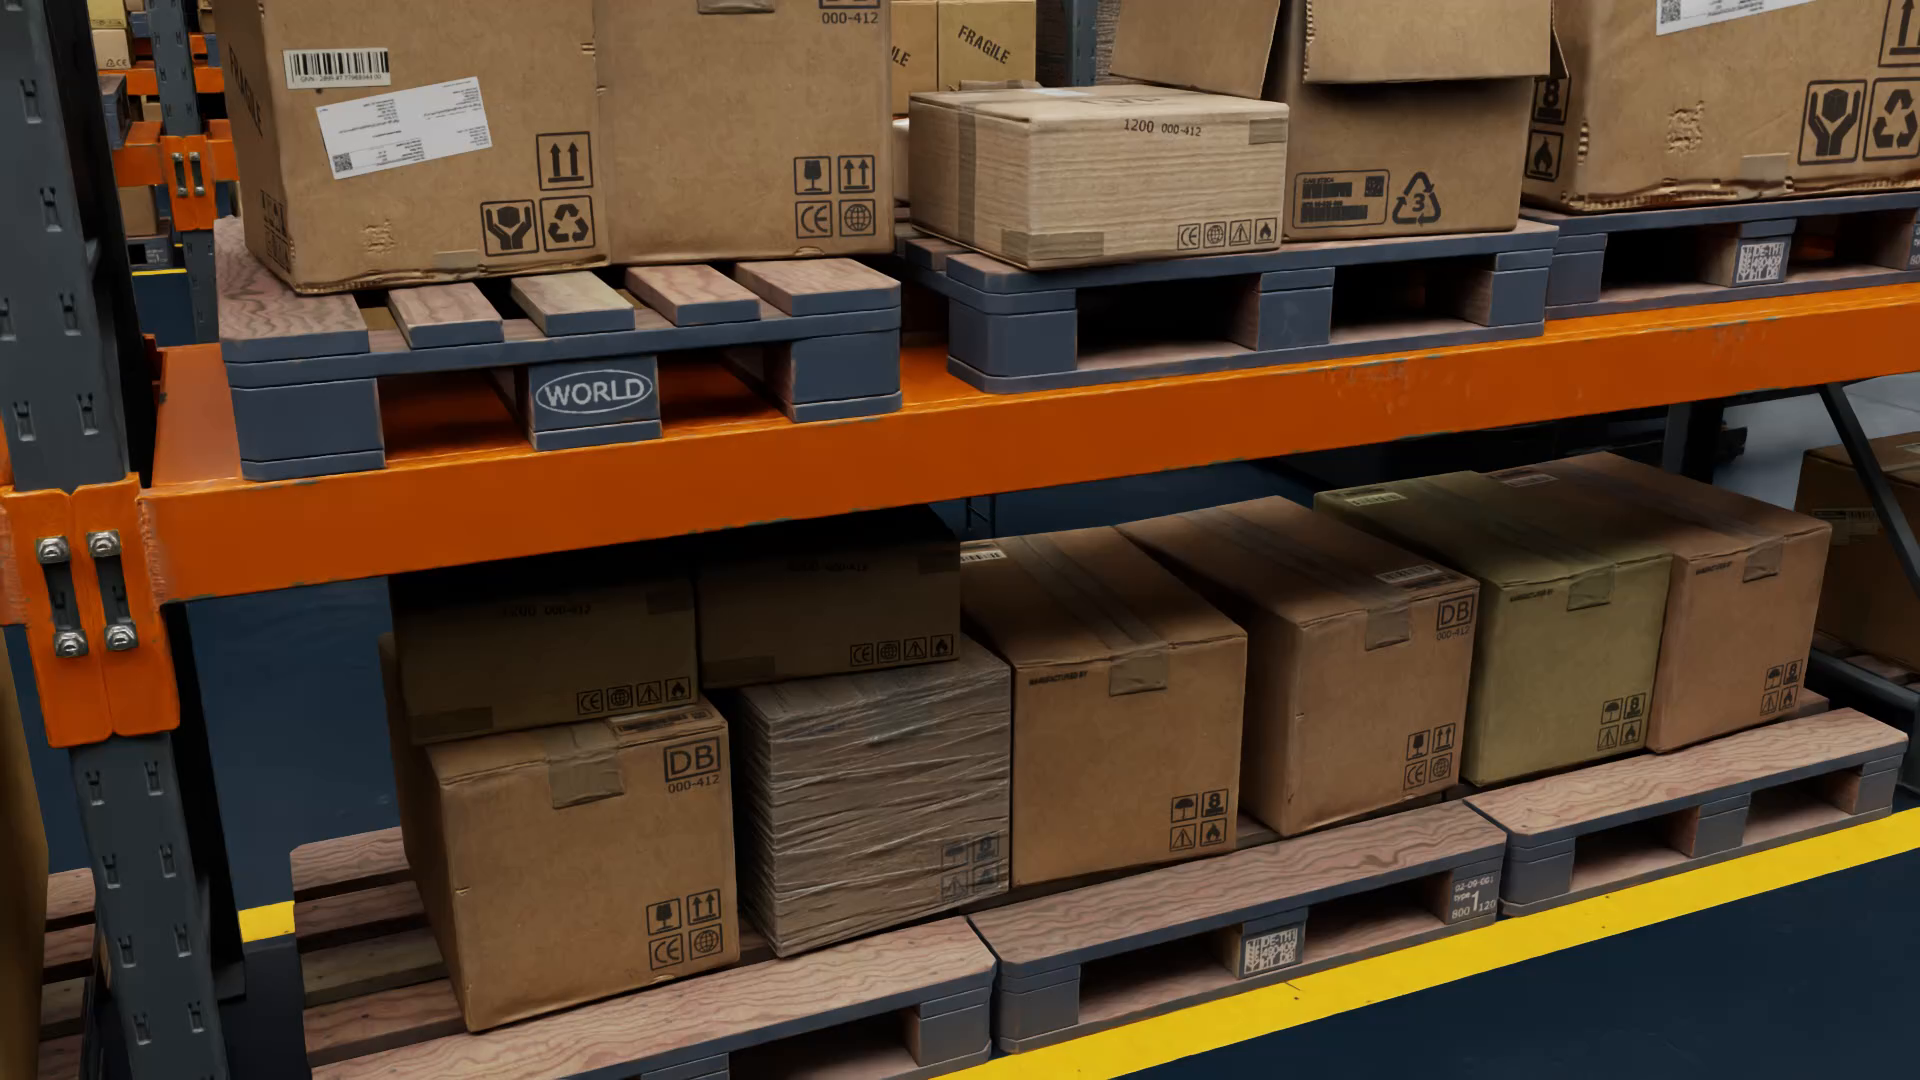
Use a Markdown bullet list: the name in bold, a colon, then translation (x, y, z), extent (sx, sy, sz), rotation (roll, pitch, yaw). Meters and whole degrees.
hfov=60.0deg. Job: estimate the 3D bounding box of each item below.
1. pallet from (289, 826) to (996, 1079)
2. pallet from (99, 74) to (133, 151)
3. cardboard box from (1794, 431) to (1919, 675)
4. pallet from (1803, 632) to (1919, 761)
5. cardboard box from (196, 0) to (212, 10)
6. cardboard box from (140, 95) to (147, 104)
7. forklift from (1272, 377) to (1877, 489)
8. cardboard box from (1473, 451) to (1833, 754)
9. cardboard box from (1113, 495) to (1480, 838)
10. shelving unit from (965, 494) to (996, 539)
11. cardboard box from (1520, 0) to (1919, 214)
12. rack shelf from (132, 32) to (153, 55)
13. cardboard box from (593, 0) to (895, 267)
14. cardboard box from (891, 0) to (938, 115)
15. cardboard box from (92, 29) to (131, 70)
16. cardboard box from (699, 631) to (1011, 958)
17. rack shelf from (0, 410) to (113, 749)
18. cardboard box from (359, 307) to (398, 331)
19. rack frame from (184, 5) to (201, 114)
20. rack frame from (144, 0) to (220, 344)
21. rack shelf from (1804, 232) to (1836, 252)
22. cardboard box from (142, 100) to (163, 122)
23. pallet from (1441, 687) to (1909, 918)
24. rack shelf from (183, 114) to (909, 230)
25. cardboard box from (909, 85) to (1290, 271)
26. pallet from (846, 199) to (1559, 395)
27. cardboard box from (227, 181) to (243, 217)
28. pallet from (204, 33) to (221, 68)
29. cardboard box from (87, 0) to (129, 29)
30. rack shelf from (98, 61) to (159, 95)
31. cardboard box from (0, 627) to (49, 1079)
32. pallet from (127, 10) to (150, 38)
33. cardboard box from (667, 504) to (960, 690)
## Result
- **pallet**: translation (-0.677, 0.824, 3.363), extent (1.213, 0.211, 1.003), rotation (-8, 21, -22)
- **pallet**: translation (-3.879, -1.698, 6.616), extent (1.003, 0.211, 1.213), rotation (-8, 21, -22)
- **cardboard box**: translation (2.660, 0.026, 4.564), extent (0.500, 0.500, 0.500), rotation (-9, 21, -24)
- **pallet**: translation (2.880, 0.301, 4.848), extent (1.213, 0.211, 1.003), rotation (-8, 21, -22)
- **cardboard box**: translation (-4.816, -3.785, 11.024), extent (0.500, 0.500, 0.500), rotation (-9, 21, -23)
- **cardboard box**: translation (-7.644, -4.107, 15.323), extent (0.250, 0.149, 0.380), rotation (-9, 21, -25)
- **forklift**: translation (2.700, -1.817, 6.769), extent (3.031, 2.935, 1.130), rotation (-9, 21, -24)
- **cardboard box**: translation (1.705, 0.131, 4.235), extent (0.500, 0.500, 0.700), rotation (-10, 22, -26)
- **cardboard box**: translation (0.746, 0.262, 3.864), extent (0.500, 0.500, 0.700), rotation (-10, 22, -27)
- **shelving unit**: translation (-0.152, -0.544, 5.761), extent (0.503, 1.200, 0.258), rotation (-8, 21, -22)
- **cardboard box**: translation (1.492, -1.334, 3.759), extent (1.000, 1.000, 1.000), rotation (-8, 21, -22)
- **rack shelf**: translation (-9.127, -4.321, 14.862), extent (4.000, 0.370, 1.077), rotation (-8, 21, -22)
- **cardboard box**: translation (-0.443, -0.821, 3.054), extent (0.500, 0.500, 0.700), rotation (-5, 20, -14)
- **cardboard box**: translation (-0.432, -2.271, 7.805), extent (0.500, 0.500, 0.500), rotation (-8, 21, -23)
- **cardboard box**: translation (-5.682, -3.194, 10.803), extent (0.500, 0.250, 0.500), rotation (-9, 21, -24)
- **cardboard box**: translation (-0.284, 0.412, 3.437), extent (0.500, 0.500, 0.700), rotation (-10, 22, -26)
- **rack shelf**: translation (-3.232, 0.214, 1.981), extent (4.000, 0.370, 1.077), rotation (-8, 21, -22)
- **cardboard box**: translation (-2.673, -1.104, 7.396), extent (0.750, 0.750, 1.050), rotation (-8, 21, -23)
- **rack frame**: translation (-7.290, -4.924, 15.490), extent (0.127, 3.000, 1.000), rotation (-8, 21, -22)
- **rack frame**: translation (-3.267, -1.914, 6.943), extent (0.127, 3.000, 1.000), rotation (-8, 21, -22)
- **rack shelf**: translation (4.114, -0.839, 4.970), extent (4.000, 0.370, 1.077), rotation (-8, 21, -22)
- **cardboard box**: translation (-7.594, -3.822, 15.491), extent (0.500, 0.500, 0.500), rotation (-8, 21, -20)
- **pallet**: translation (1.563, 0.503, 4.275), extent (1.213, 0.211, 1.003), rotation (-8, 21, -22)
- **rack shelf**: translation (-1.431, -1.838, 7.809), extent (4.000, 0.370, 1.077), rotation (-8, 21, -22)
- **cardboard box**: translation (0.235, -0.666, 2.991), extent (0.500, 0.250, 0.500), rotation (-9, 21, -23)
- **pallet**: translation (0.406, -0.571, 3.416), extent (1.213, 0.211, 1.003), rotation (-8, 21, -22)
- **cardboard box**: translation (-4.798, -2.441, 11.761), extent (0.625, 0.372, 0.950), rotation (-10, 22, -26)
- **pallet**: translation (-4.709, -3.446, 11.582), extent (1.003, 0.211, 1.213), rotation (-8, 21, -22)
- **cardboard box**: translation (-5.665, -3.435, 10.733), extent (0.500, 0.250, 0.500), rotation (-8, 21, -22)
- **rack shelf**: translation (-7.157, -2.808, 10.564), extent (4.000, 0.370, 1.077), rotation (-8, 21, -22)
- **cardboard box**: translation (-2.037, 0.500, 2.653), extent (0.875, 0.875, 1.225), rotation (-9, 21, -24)
- **pallet**: translation (-7.885, -4.723, 15.208), extent (1.003, 0.211, 1.213), rotation (-8, 21, -22)
- **cardboard box**: translation (-0.309, 0.059, 3.310), extent (0.500, 0.250, 0.500), rotation (-6, 20, -16)
